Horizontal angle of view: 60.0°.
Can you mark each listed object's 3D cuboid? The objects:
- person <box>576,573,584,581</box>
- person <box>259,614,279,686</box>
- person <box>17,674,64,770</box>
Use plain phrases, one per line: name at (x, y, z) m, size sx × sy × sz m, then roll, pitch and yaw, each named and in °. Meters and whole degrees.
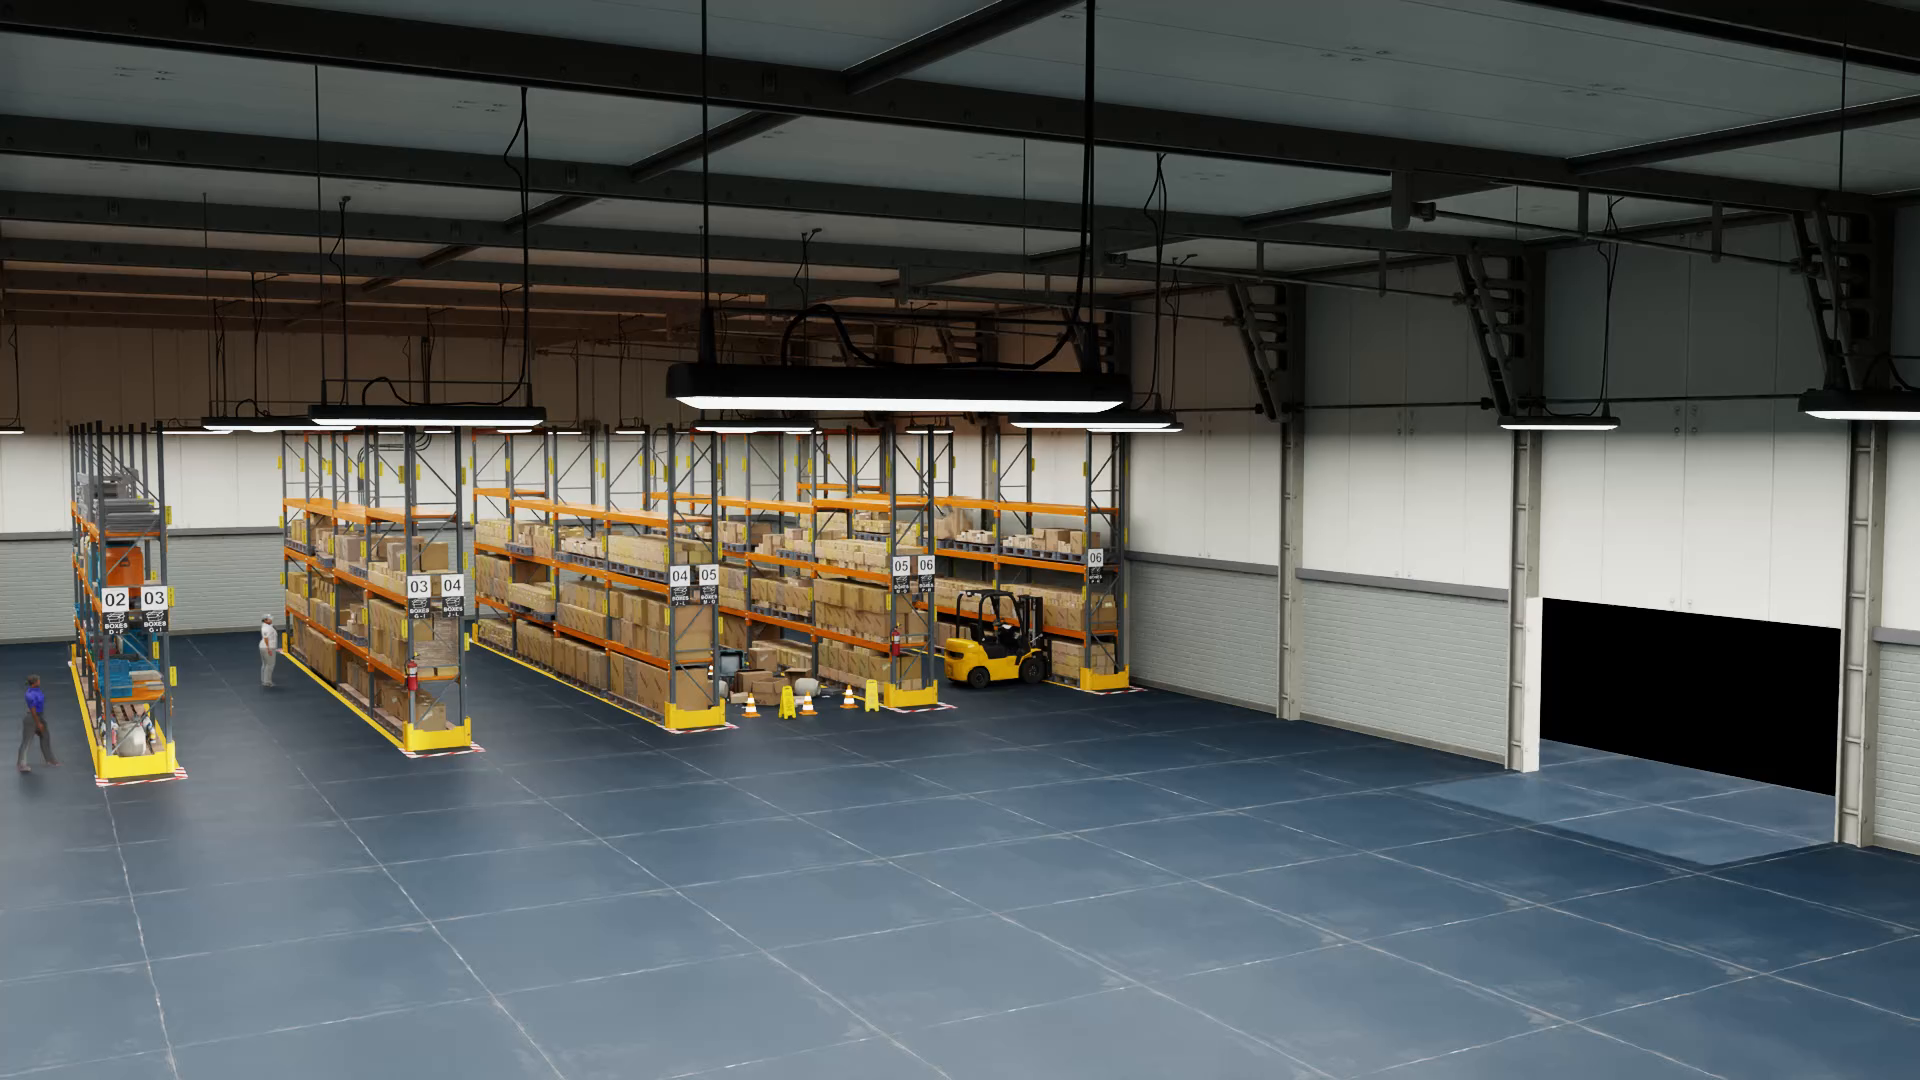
person at (-11.139, 1.885, 48.747) m, size 0.597 × 1.844 × 0.425 m, roll 0°, pitch 4°, yaw -4°
person at (-15.922, 2.544, 38.380) m, size 0.438 × 1.706 × 0.500 m, roll -3°, pitch 4°, yaw -35°
person at (-15.936, 3.131, 28.730) m, size 0.569 × 1.675 × 0.643 m, roll 0°, pitch 4°, yaw -5°
